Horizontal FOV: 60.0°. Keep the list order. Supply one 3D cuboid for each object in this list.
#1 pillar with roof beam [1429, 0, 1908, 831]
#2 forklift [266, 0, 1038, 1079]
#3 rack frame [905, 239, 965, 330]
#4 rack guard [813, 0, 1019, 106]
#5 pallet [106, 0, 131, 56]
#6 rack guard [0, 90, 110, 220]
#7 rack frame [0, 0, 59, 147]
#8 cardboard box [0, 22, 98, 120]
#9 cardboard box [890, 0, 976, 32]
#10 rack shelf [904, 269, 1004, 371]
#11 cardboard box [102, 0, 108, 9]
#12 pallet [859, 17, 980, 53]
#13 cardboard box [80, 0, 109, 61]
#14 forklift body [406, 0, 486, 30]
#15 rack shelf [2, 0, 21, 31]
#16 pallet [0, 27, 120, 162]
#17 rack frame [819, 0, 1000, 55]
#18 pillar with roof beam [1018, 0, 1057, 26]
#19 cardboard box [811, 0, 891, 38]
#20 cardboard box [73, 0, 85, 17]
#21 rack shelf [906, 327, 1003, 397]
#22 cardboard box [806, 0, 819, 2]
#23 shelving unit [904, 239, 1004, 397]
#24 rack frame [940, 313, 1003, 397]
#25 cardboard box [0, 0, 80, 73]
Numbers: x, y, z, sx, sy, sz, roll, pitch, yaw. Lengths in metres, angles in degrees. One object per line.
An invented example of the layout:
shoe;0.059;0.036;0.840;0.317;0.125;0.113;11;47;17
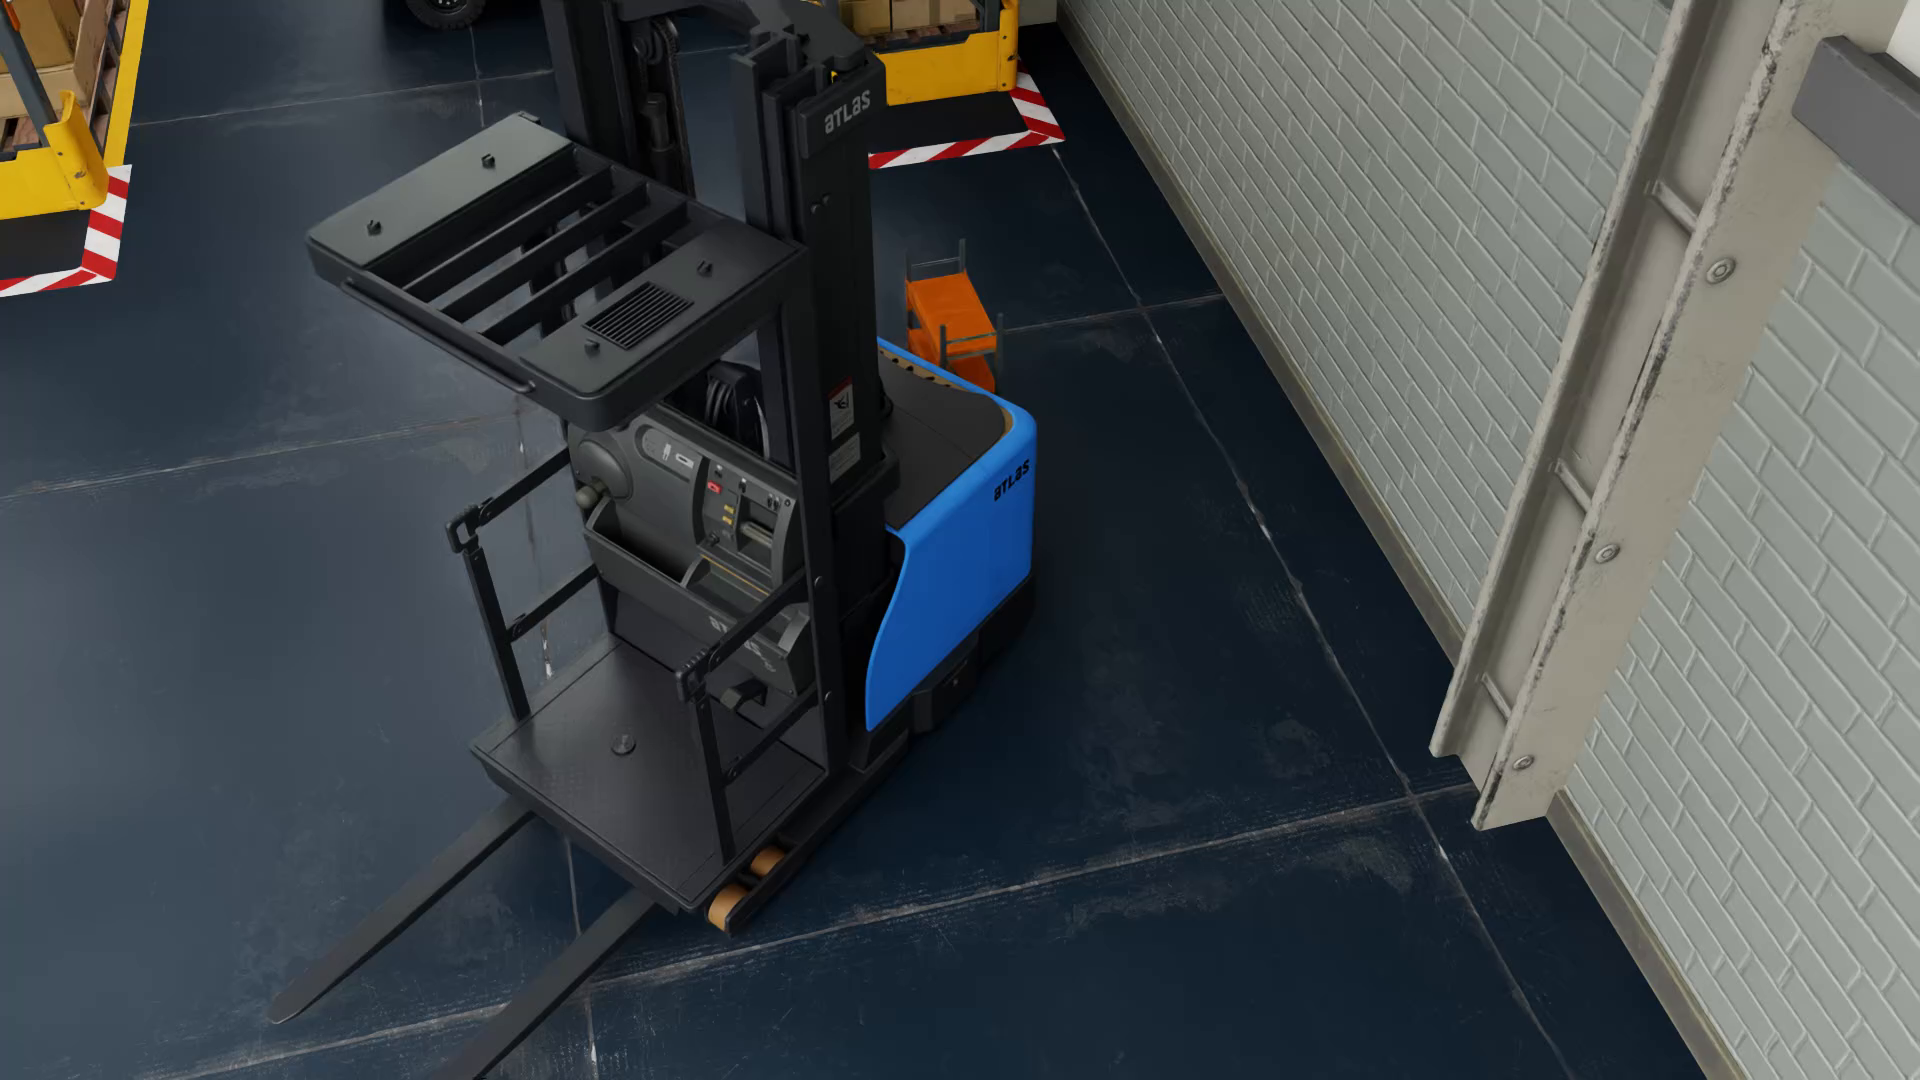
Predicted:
pillar with roof beam;-2.206;-1.481;2.151;9.100;9.000;0.400;-11;47;-10
forklift;-1.001;-0.092;5.038;1.130;2.935;3.031;29;52;25
rack frame;-0.096;-0.722;6.868;0.240;1.200;0.015;-12;47;-11
rack guard;-0.267;-2.773;9.369;1.175;0.500;0.348;-11;47;-10
pallet;-5.572;-3.239;10.027;1.003;0.211;1.213;-11;47;-10
rack guard;-5.090;-1.932;8.544;1.175;0.500;0.348;-11;47;-10
rack frame;-5.070;-2.755;7.600;1.000;3.000;0.127;-11;47;-10
cardboard box;-5.010;-2.547;9.028;0.500;0.250;0.500;-11;47;-11
cardboard box;-0.210;-3.224;9.692;0.500;0.250;0.500;-11;47;-10
rack shelf;-0.027;-0.830;6.424;0.258;0.148;0.480;-12;47;-11
cardboard box;-5.285;-3.275;9.741;0.500;0.250;0.500;-8;46;-8
pallet;-0.509;-3.209;9.998;1.003;0.211;1.213;-11;47;-10
cardboard box;-5.133;-2.901;9.374;0.500;0.250;0.500;-9;46;-9
forklift body;-2.522;-4.343;9.751;2.313;2.155;1.214;-11;47;-10
rack shelf;-5.582;-3.884;9.210;1.077;0.370;4.000;-11;47;-10
pallet;-5.264;-2.399;9.204;1.003;0.211;1.213;-11;47;-10
rack frame;-0.273;-3.665;8.492;1.000;3.000;0.127;-11;47;-10
pillar with roof beam;-3.742;-5.623;6.211;9.100;9.000;0.400;-11;47;-10
cardboard box;-0.699;-3.116;9.585;0.500;0.250;0.500;-10;46;-10
cardboard box;-5.154;-3.186;9.129;0.500;0.500;0.500;-12;47;-12
rack shelf;-0.027;-0.665;6.593;0.258;0.148;0.480;-12;47;-11
cardboard box;-0.700;-3.303;9.419;0.500;0.250;0.500;-11;47;-11
shelving unit;-0.027;-0.555;6.705;0.258;1.200;0.503;-12;47;-11
rack frame;0.042;-0.388;6.541;0.240;1.200;0.015;-12;47;-11
cardboard box;-5.016;-2.826;8.776;0.500;0.500;0.500;-12;47;-12
